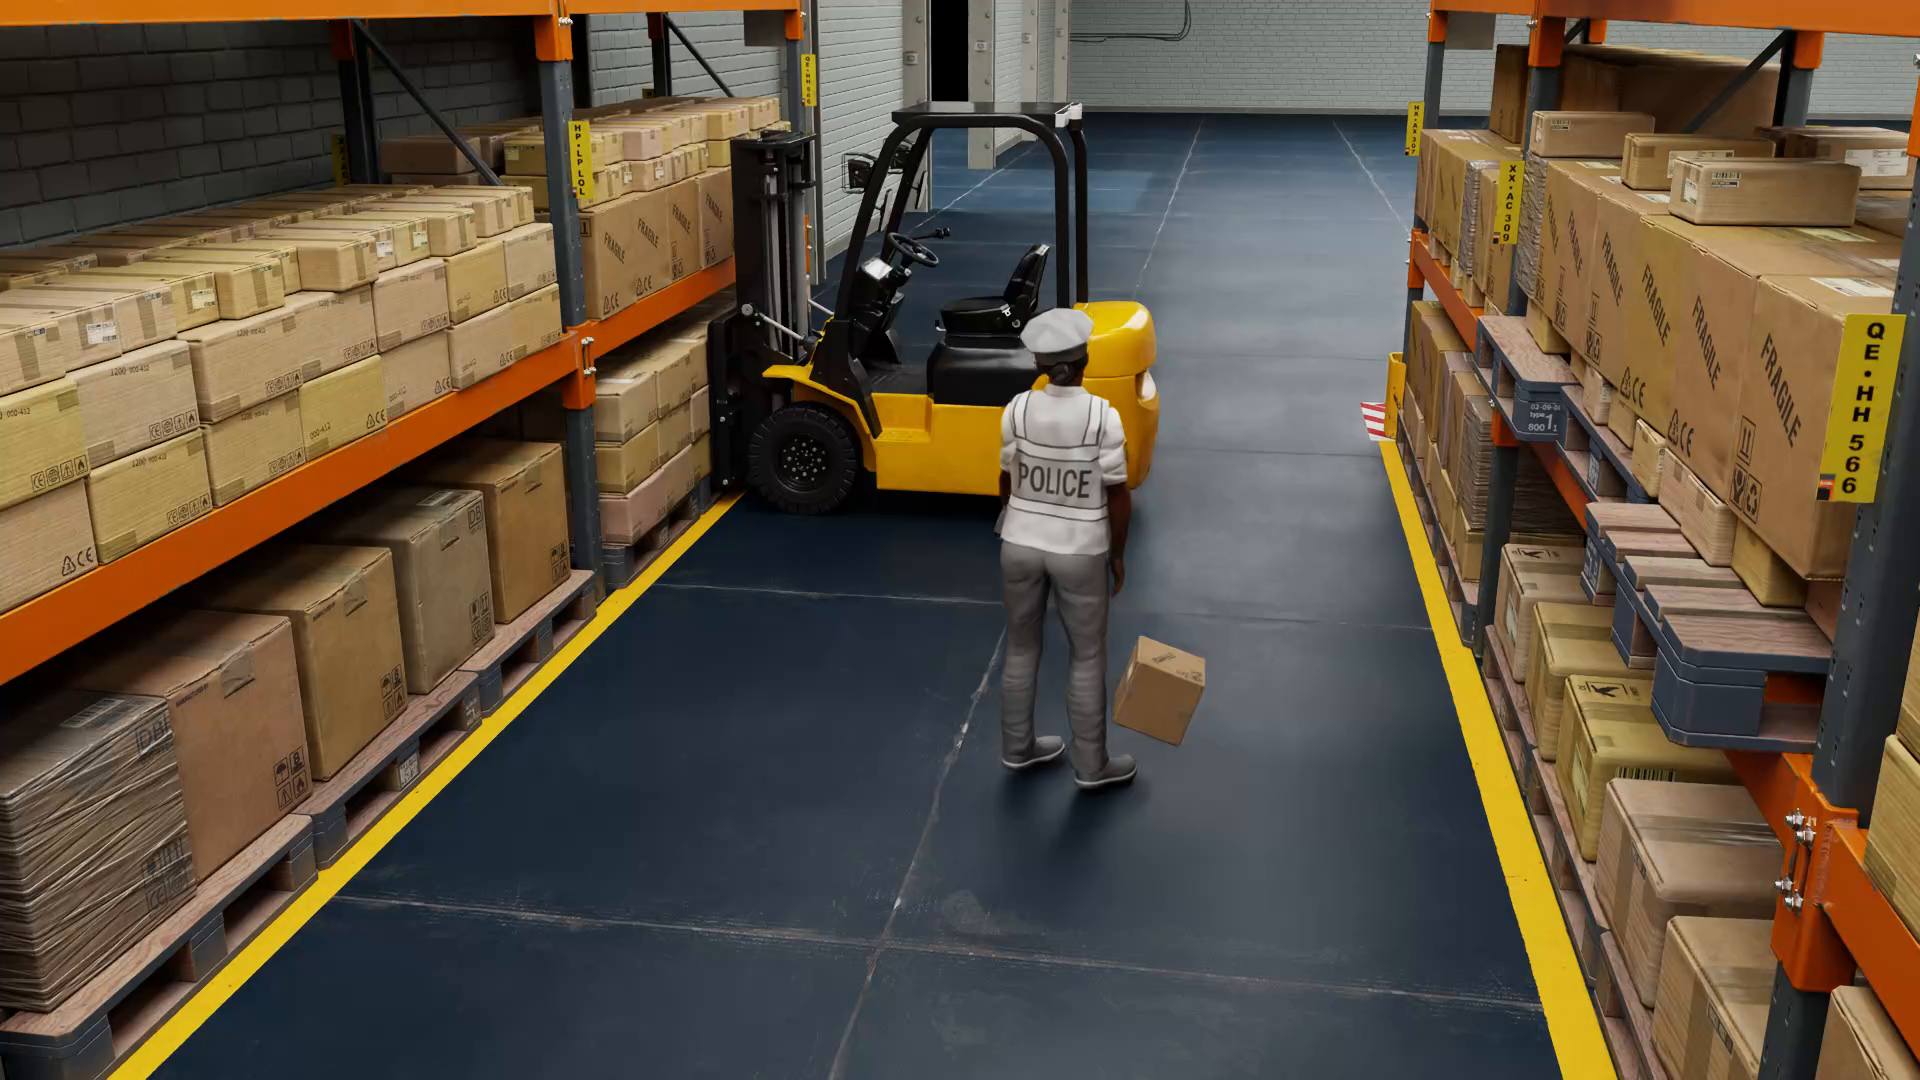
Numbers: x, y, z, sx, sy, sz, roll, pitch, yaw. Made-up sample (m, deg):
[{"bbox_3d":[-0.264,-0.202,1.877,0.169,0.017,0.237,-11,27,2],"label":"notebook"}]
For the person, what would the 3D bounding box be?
[{"bbox_3d":[0.362,-0.283,5.699,0.474,1.011,0.366,5,19,16],"label":"person"}]
